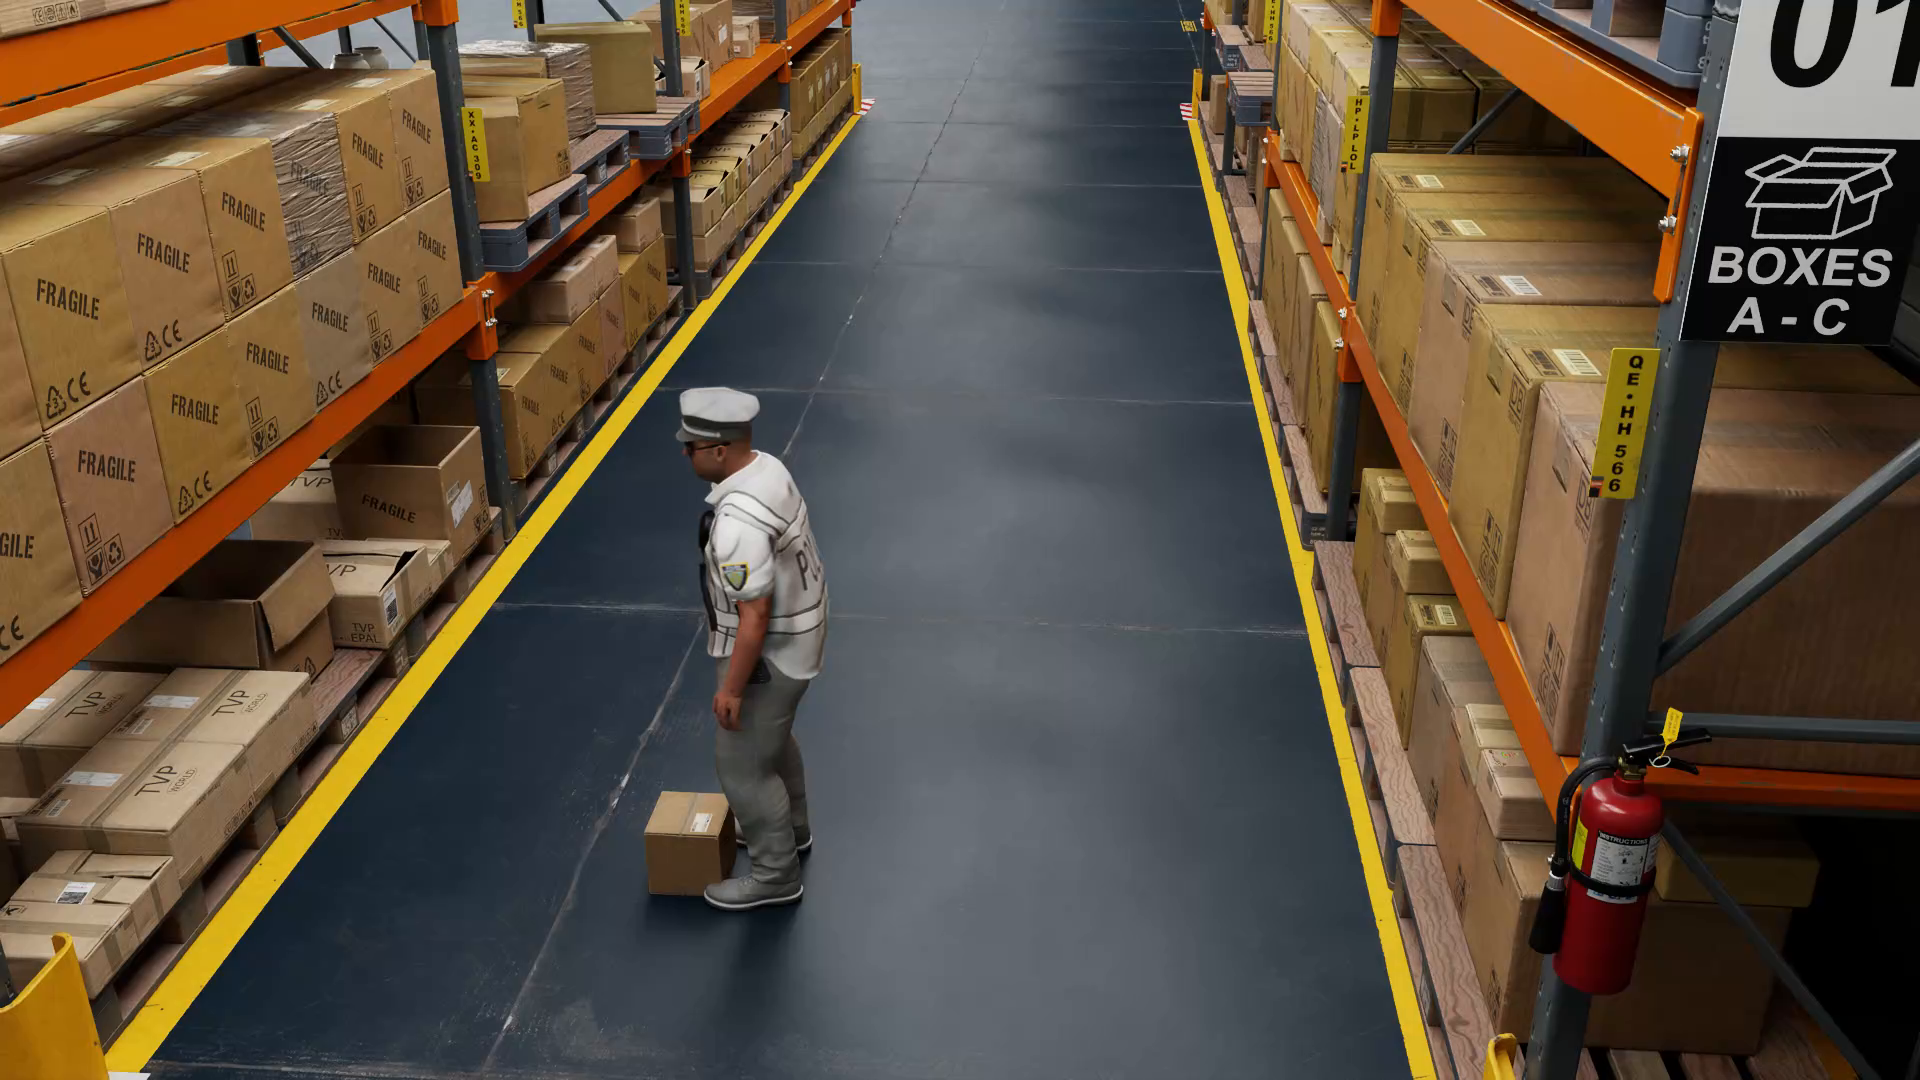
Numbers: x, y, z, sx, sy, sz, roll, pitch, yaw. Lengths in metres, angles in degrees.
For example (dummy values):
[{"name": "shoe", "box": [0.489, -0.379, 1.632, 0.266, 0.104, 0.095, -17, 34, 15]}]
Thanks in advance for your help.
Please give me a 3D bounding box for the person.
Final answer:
[{"name": "person", "box": [-0.636, 0.355, 5.311, 0.428, 1.749, 0.600, 1, 24, 2]}]
